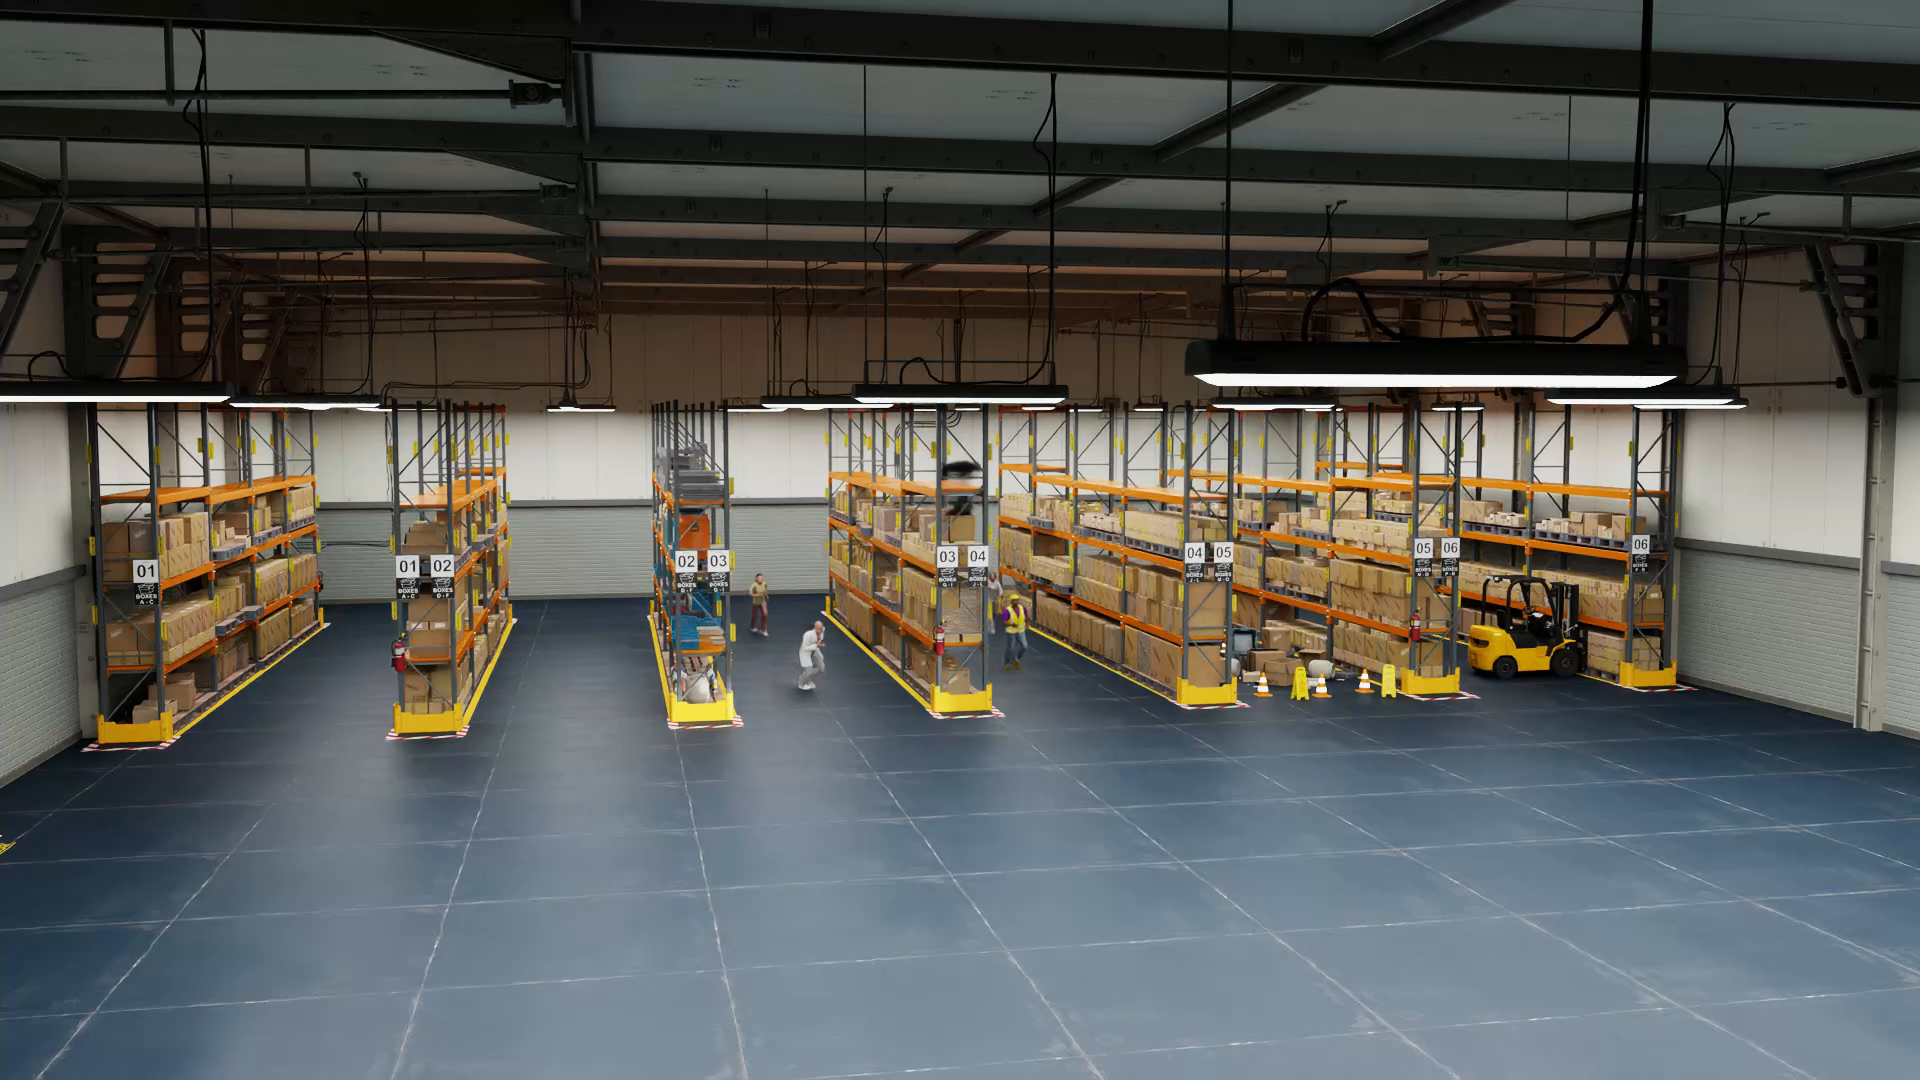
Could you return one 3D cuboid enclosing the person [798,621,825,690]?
[{"bbox_3d":[-3.025,2.380,34.280,1.018,1.500,0.729,4,6,45],"label":"person"}]

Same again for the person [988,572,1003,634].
[{"bbox_3d":[0.850,1.647,43.861,0.550,1.579,0.800,-1,4,-9],"label":"person"}]

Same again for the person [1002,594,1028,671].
[{"bbox_3d":[1.255,2.052,36.930,0.726,1.718,0.830,-2,5,-20],"label":"person"}]

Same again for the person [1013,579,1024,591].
[{"bbox_3d":[1.834,1.126,49.635,0.870,1.773,0.674,-1,4,-14],"label":"person"}]

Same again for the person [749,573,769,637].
[{"bbox_3d":[-5.226,1.661,43.173,0.586,1.637,0.935,-2,5,-24],"label":"person"}]
